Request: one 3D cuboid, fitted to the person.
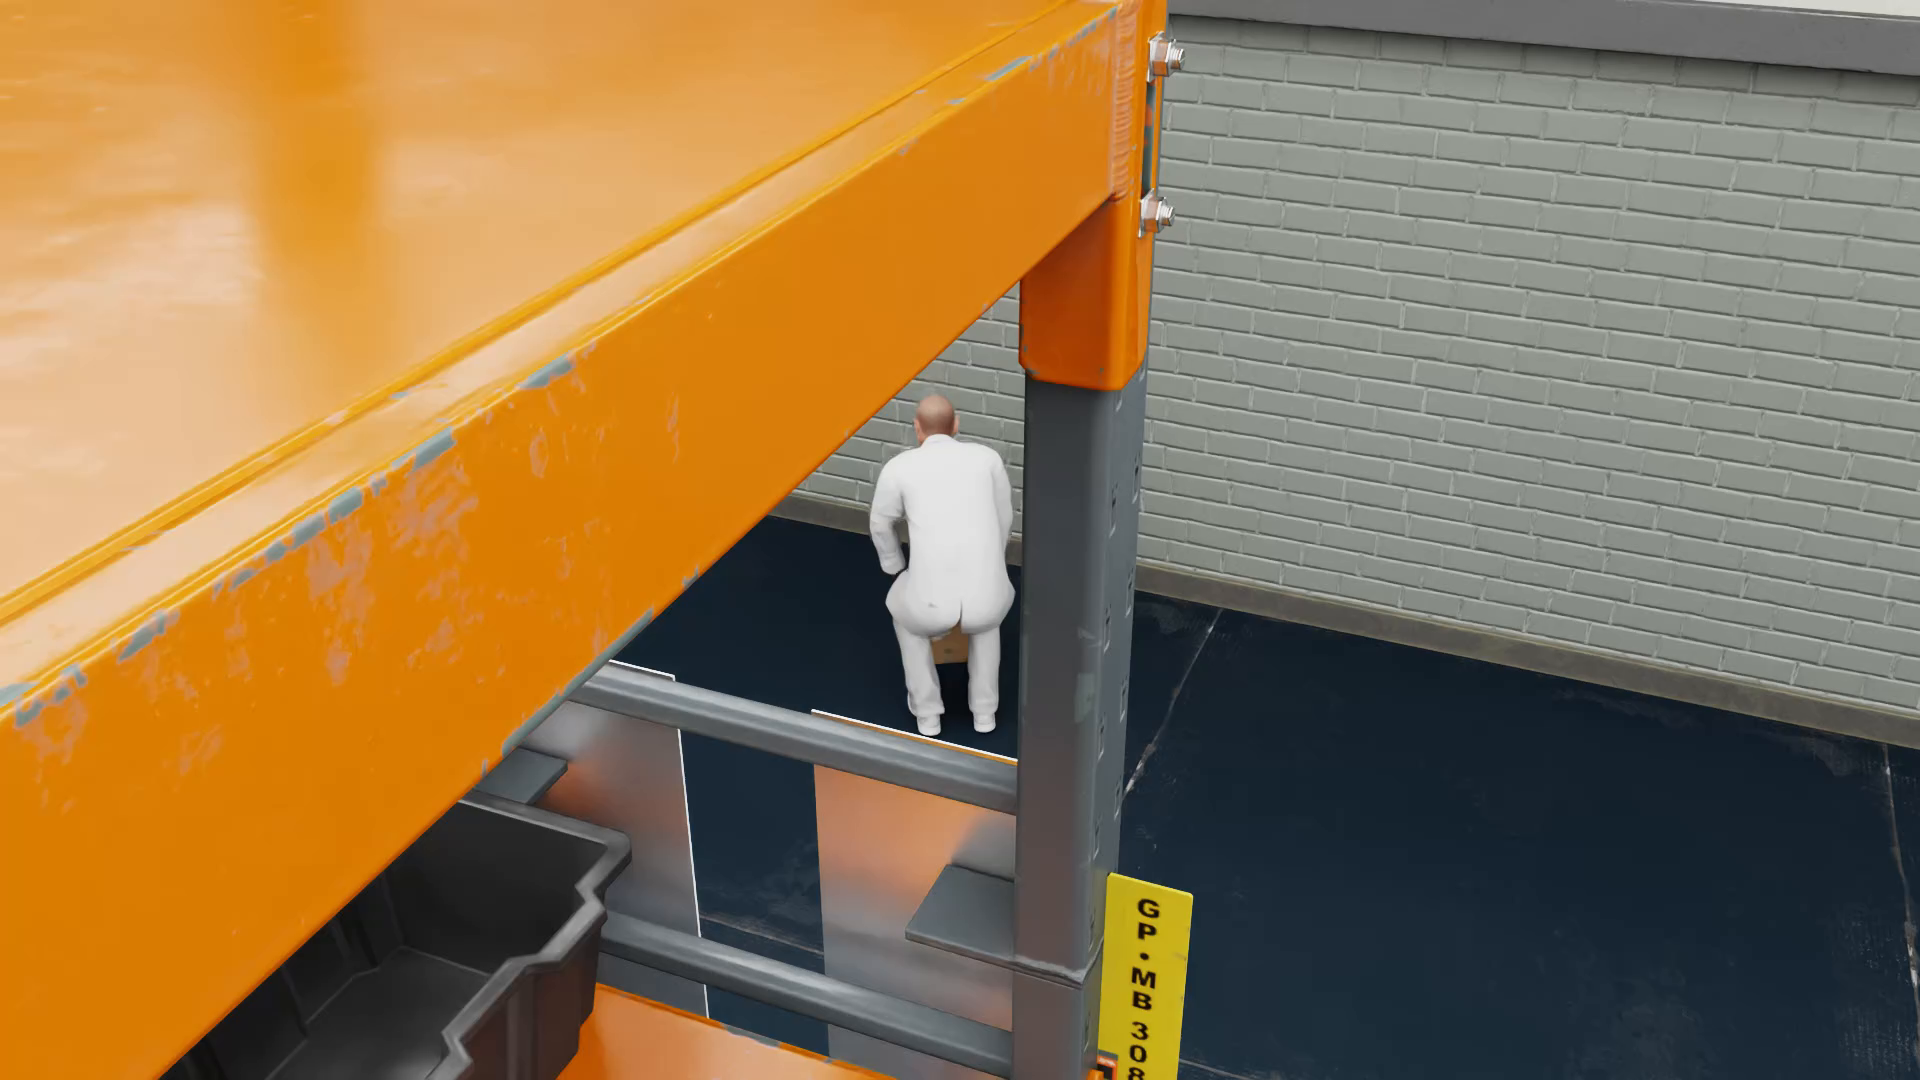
[{"bbox_3d":[-0.069,0.138,7.234,0.631,1.453,0.701,-3,29,-5],"label":"person"}]
